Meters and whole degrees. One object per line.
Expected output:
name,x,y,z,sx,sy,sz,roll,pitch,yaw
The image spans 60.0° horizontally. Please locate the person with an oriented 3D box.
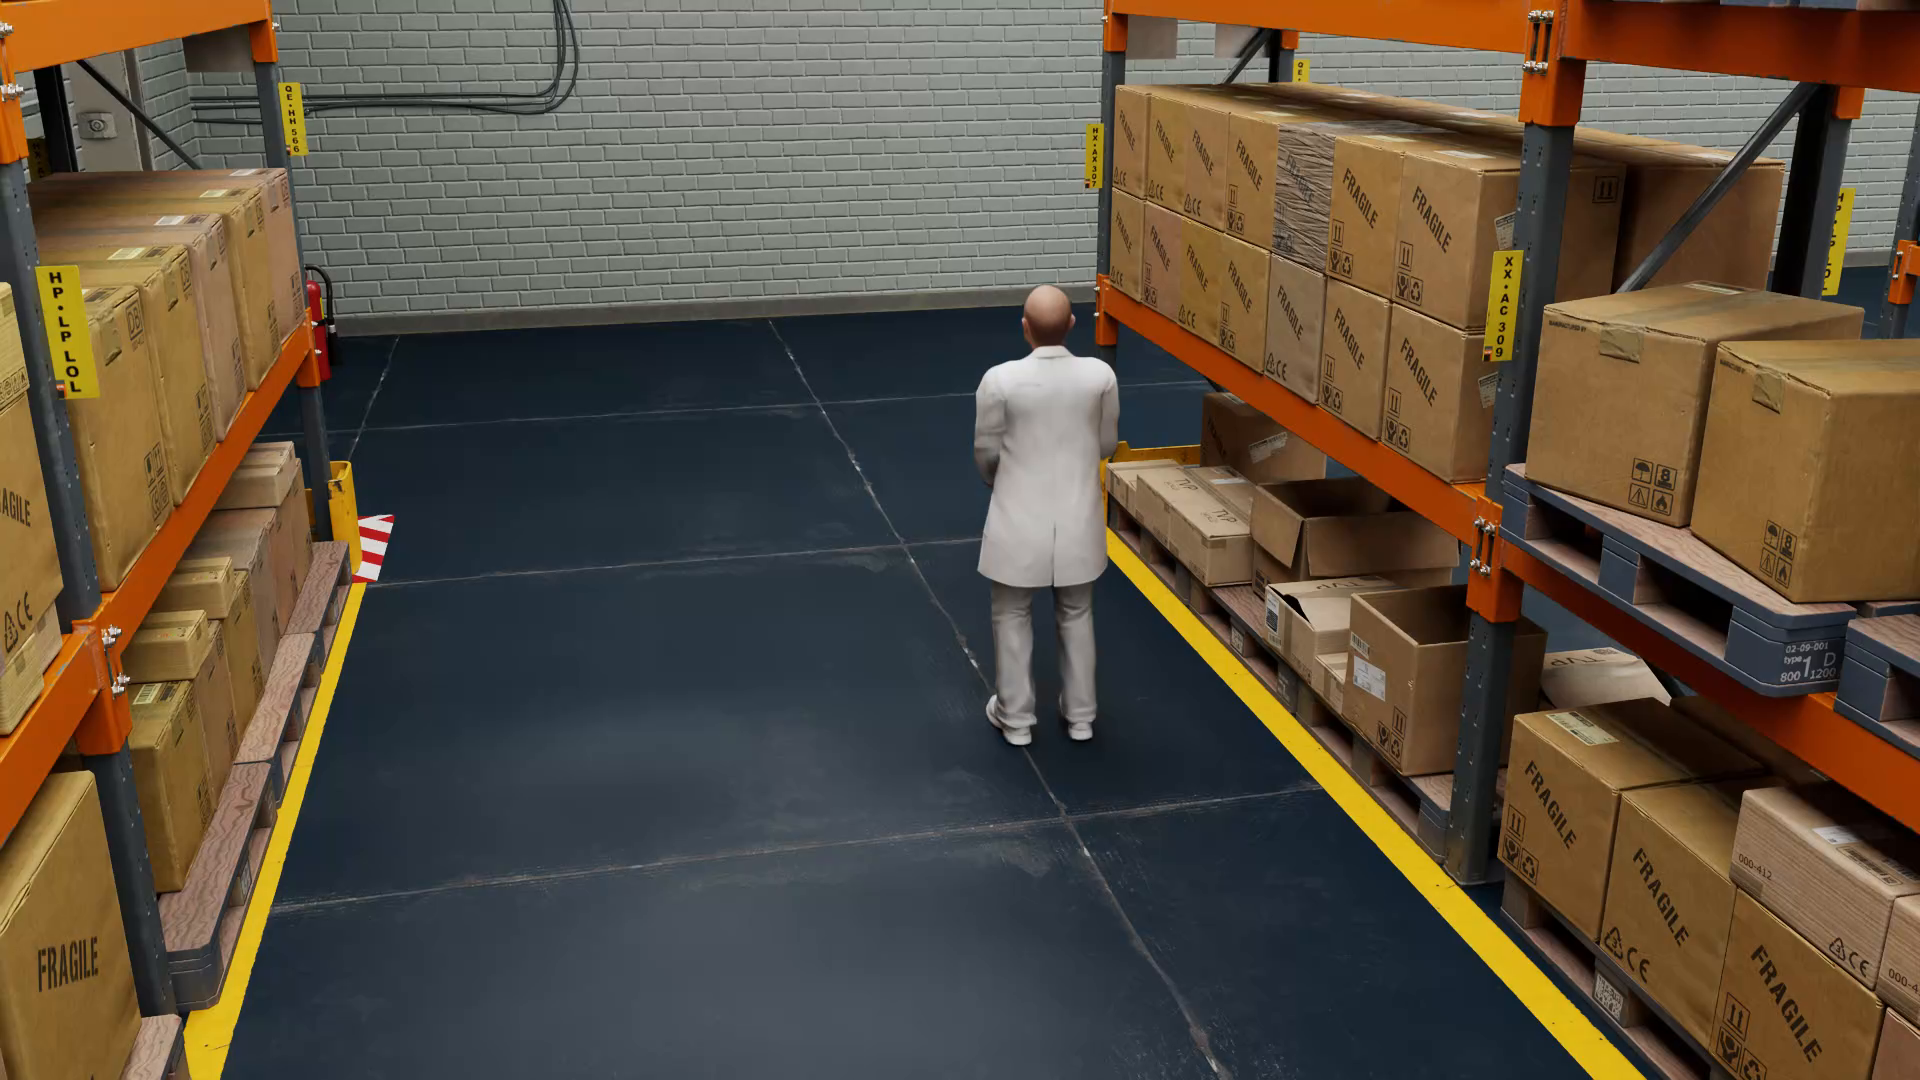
person,0.306,-0.116,6.410,0.554,1.781,0.527,-4,20,-10
